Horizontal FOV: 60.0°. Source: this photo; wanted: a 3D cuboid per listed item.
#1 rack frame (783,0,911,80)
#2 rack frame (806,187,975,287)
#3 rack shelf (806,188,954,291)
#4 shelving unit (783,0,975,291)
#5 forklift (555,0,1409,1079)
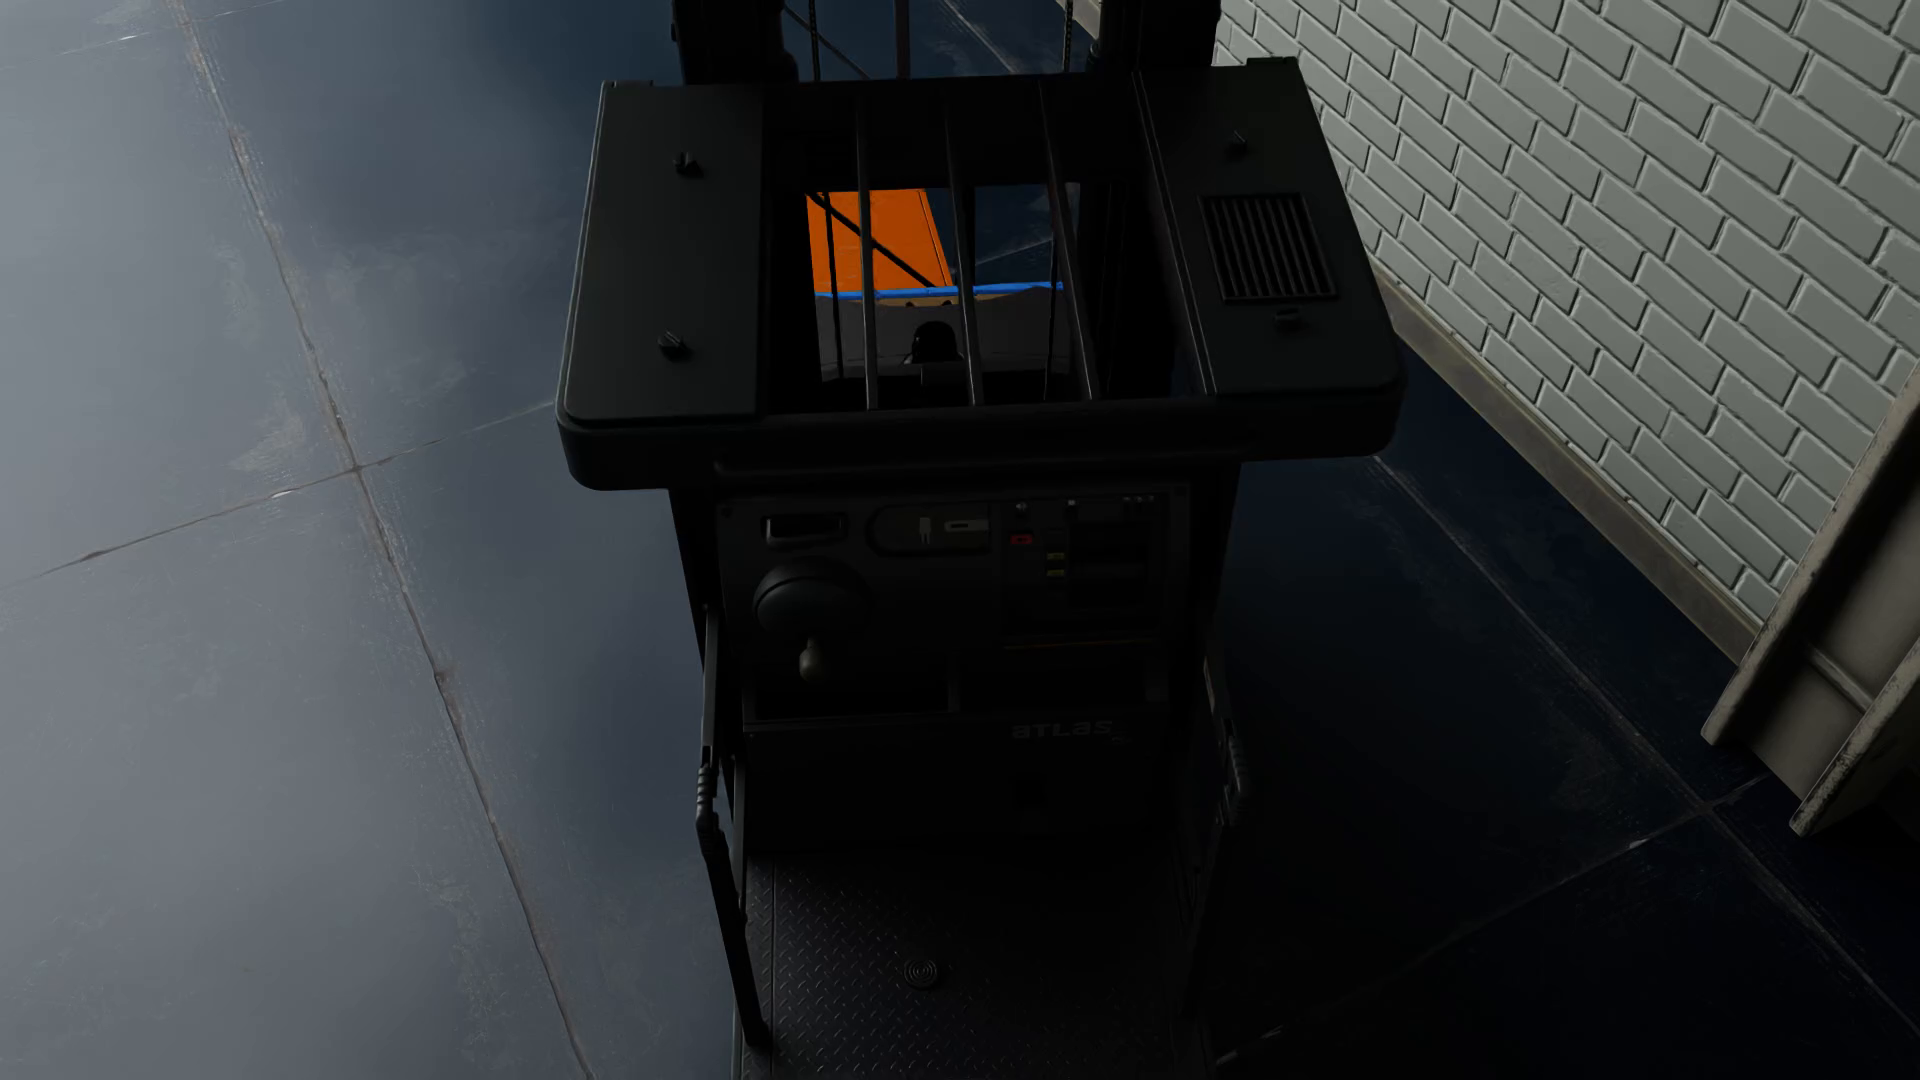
[{"bbox_3d":[-0.406,-1.345,5.430,0.500,1.500,0.032,-8,49,-7],"label":"rack frame"},{"bbox_3d":[-0.209,-0.595,4.774,0.500,1.500,0.032,-8,49,-7],"label":"rack frame"},{"bbox_3d":[-0.308,-0.851,5.237,0.538,0.185,1.000,-8,49,-7],"label":"rack shelf"},{"bbox_3d":[-0.309,-0.977,5.108,0.587,1.500,1.083,-8,49,-7],"label":"shelving unit"},{"bbox_3d":[0.007,0.173,3.151,1.130,2.935,3.031,-3,49,-2],"label":"forklift"}]
